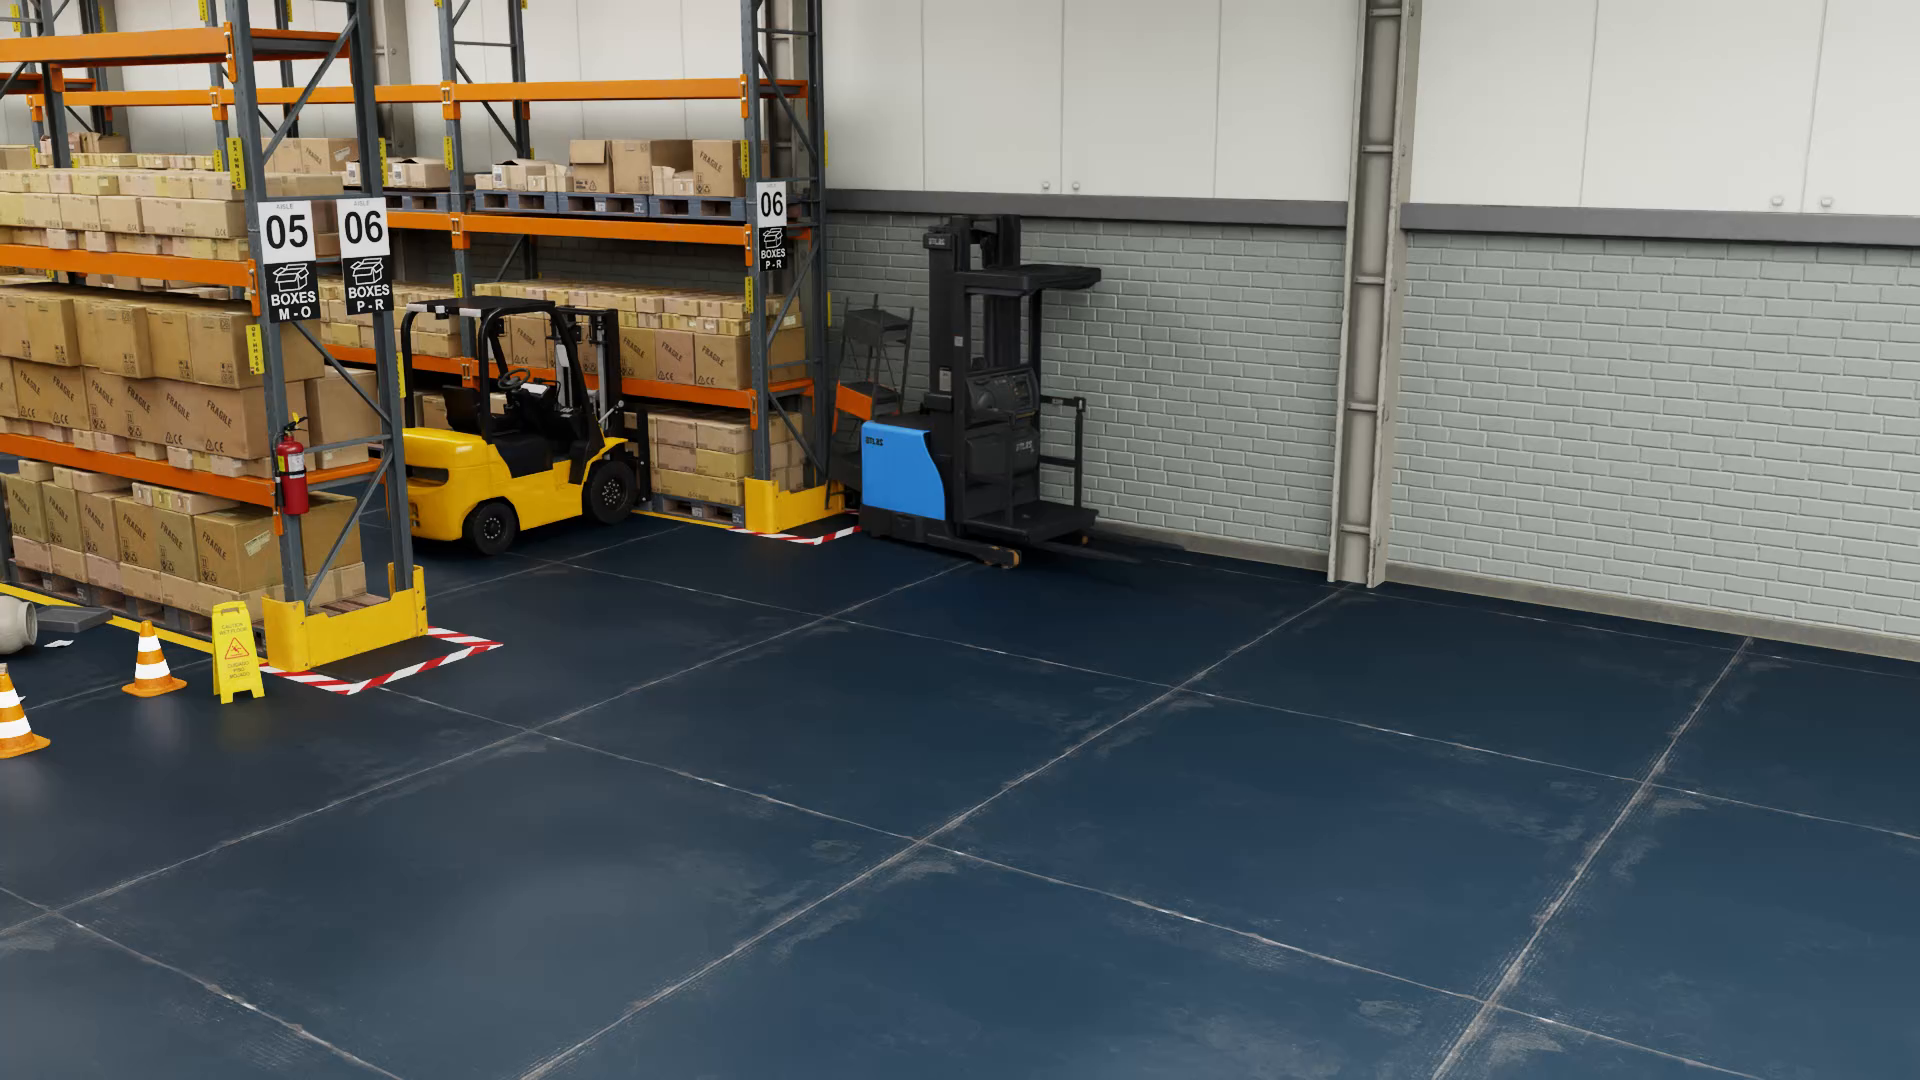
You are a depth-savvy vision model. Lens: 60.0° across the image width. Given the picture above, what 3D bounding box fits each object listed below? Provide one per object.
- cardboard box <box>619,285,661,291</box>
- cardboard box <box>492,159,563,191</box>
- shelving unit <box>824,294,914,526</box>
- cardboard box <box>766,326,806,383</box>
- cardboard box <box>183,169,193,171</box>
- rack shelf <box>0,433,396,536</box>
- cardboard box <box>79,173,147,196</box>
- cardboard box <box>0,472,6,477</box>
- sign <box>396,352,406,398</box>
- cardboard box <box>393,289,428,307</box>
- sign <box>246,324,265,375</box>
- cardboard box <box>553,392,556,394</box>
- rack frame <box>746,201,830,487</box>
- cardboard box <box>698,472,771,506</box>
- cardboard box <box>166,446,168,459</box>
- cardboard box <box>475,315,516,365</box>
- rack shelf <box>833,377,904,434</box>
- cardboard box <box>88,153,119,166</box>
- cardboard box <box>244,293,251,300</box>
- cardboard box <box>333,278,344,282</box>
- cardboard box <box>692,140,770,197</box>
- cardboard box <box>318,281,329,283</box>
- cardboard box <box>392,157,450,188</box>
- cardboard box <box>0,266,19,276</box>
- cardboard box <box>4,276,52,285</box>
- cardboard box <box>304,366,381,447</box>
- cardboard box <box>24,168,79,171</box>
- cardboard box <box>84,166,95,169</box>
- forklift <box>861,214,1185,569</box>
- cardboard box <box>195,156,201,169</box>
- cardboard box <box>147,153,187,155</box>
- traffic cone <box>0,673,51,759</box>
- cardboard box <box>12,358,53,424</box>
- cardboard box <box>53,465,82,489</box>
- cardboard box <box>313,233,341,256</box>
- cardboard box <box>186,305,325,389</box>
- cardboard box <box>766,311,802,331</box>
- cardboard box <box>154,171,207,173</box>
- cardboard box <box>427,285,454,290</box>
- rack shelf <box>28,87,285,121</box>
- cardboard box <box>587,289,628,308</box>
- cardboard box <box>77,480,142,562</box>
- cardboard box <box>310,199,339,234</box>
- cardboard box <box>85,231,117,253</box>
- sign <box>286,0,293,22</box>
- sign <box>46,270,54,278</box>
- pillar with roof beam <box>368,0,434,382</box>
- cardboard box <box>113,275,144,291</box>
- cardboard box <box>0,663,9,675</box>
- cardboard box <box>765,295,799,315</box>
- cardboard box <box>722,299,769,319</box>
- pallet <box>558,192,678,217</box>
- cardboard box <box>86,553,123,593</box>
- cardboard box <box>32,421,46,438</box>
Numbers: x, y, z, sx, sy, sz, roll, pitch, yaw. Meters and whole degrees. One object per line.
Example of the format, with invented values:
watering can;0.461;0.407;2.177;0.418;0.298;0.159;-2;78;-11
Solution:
cardboard box;-3.241;-2.493;16.903;0.250;0.149;0.380;10;17;34
cardboard box;-4.358;-3.692;16.782;0.500;0.311;0.500;10;17;34
shelving unit;-0.865;-1.221;15.691;0.503;2.100;0.431;25;26;38
cardboard box;-1.849;-1.821;16.154;0.500;0.500;0.500;10;17;35
cardboard box;-9.068;-4.378;19.935;0.250;0.149;0.380;10;17;34
rack shelf;-6.020;-0.579;12.844;4.000;0.370;1.077;9;17;33
cardboard box;-6.097;-2.567;11.997;0.250;0.149;0.380;10;17;34
cardboard box;-9.292;-0.383;15.150;0.625;0.372;0.950;10;17;35
sign;-4.058;-1.188;12.007;0.005;0.325;0.100;9;17;33
cardboard box;-6.010;-2.635;18.093;0.250;0.149;0.380;9;16;31
sign;-4.687;-1.267;11.060;0.005;0.325;0.100;9;17;33
cardboard box;-3.967;-1.449;17.627;0.500;0.250;0.500;9;16;32
rack frame;-1.593;-1.650;15.674;0.127;3.000;1.000;9;17;33
cardboard box;-2.159;-0.519;15.954;0.500;0.250;0.500;9;17;33
cardboard box;-5.628;-0.687;12.305;0.250;0.149;0.380;9;17;34
cardboard box;-4.690;-2.124;17.378;0.500;0.500;0.500;9;16;31
rack shelf;-0.867;-1.208;15.696;0.480;0.518;0.431;25;26;38
cardboard box;-10.626;-4.747;20.763;0.250;0.149;0.380;9;17;34
cardboard box;-8.014;-2.780;19.508;0.500;0.250;0.500;9;17;33
cardboard box;-7.146;-3.004;19.587;0.250;0.149;0.380;9;16;32
cardboard box;-2.097;-3.418;15.282;0.500;0.500;0.500;10;17;35
cardboard box;-7.458;-2.888;19.114;0.250;0.149;0.380;9;17;33
cardboard box;-5.649;-3.900;17.624;0.500;0.311;0.500;9;16;31
cardboard box;-13.399;-3.916;22.959;0.500;0.500;0.500;10;17;34
cardboard box;-12.533;-3.415;22.496;0.500;0.250;0.500;9;17;33
cardboard box;-4.599;-0.972;12.106;0.500;0.500;0.500;9;16;32
cardboard box;-7.295;-2.919;13.419;0.250;0.149;0.380;10;17;34
cardboard box;-10.676;-4.590;20.748;0.250;0.149;0.380;9;16;32
forklift;0.534;-1.316;14.467;3.031;2.935;1.130;12;18;39
cardboard box;-8.841;-4.488;19.757;0.250;0.149;0.380;9;16;31
cardboard box;-9.943;-4.772;20.864;0.250;0.149;0.380;10;17;34
traffic cone;-5.775;1.038;10.094;0.334;0.463;0.336;9;17;33
cardboard box;-7.040;-1.212;13.077;0.500;0.500;0.500;9;17;33
cardboard box;-6.843;-0.514;13.022;0.250;0.149;0.380;10;17;35
cardboard box;-4.454;-2.103;11.785;0.250;0.149;0.380;9;17;33
cardboard box;-4.906;-1.363;11.607;0.500;0.500;0.700;9;16;31
cardboard box;-1.730;-2.111;15.976;0.250;0.149;0.380;9;16;31
cardboard box;-5.787;-2.680;12.454;0.250;0.149;0.380;10;17;34
cardboard box;-5.708;-2.750;18.559;0.250;0.149;0.380;9;17;32
rack shelf;-9.891;-5.360;20.505;4.000;0.370;1.077;9;17;33
cardboard box;-3.483;-2.406;16.549;0.250;0.149;0.380;9;17;33
cardboard box;-6.461;-0.157;12.931;0.500;0.500;0.500;10;17;36
cardboard box;-4.629;-2.308;11.783;0.500;0.250;0.500;9;16;32
cardboard box;-6.112;-2.183;12.108;0.250;0.149;0.380;9;16;32
sign;-7.925;-6.277;19.605;0.005;0.325;0.100;9;17;33
sign;-11.847;-3.570;21.629;0.005;0.325;0.100;9;17;33
pillar with roof beam;-9.049;-4.782;15.839;0.400;9.000;9.100;9;17;33
cardboard box;-10.193;-3.228;20.964;0.500;0.500;0.700;9;17;33
cardboard box;-6.575;0.951;11.099;0.380;0.149;0.250;-7;15;-25
cardboard box;-1.753;-2.246;15.902;0.250;0.149;0.380;9;16;32
cardboard box;-2.008;-2.164;15.572;0.250;0.149;0.380;9;17;33
pallet;-3.182;-3.327;16.388;1.213;0.211;1.003;9;17;33
cardboard box;-6.450;0.207;13.018;0.500;0.250;0.500;9;16;32
cardboard box;-7.121;-0.915;13.227;0.250;0.149;0.380;9;17;33
